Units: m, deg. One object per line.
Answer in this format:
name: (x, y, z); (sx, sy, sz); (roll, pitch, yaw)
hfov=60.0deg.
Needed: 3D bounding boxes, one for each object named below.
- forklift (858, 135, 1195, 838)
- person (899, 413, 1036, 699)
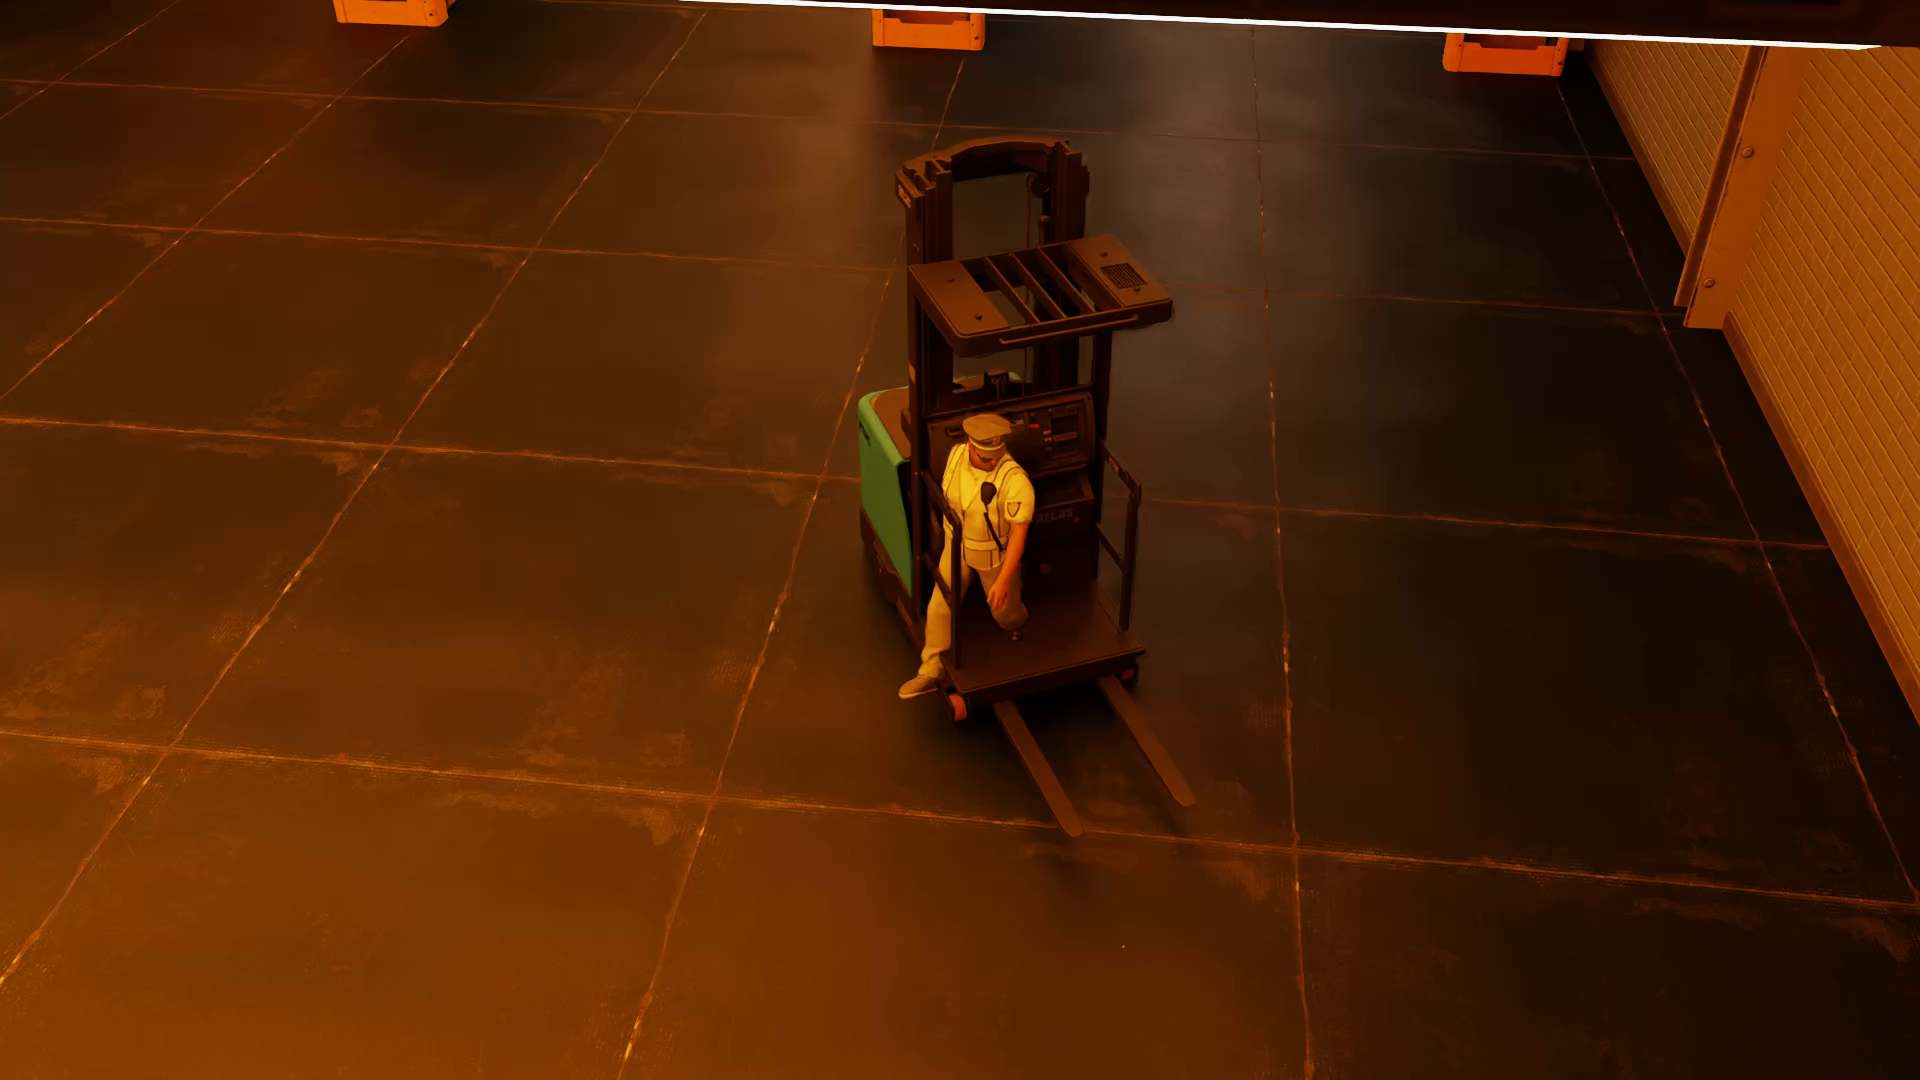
forklift: (0.354, -0.454, 8.646); (1.130, 2.935, 3.031); (-12, 38, -16)
person: (0.031, 0.092, 8.848); (0.709, 1.691, 0.935); (19, 40, 24)
